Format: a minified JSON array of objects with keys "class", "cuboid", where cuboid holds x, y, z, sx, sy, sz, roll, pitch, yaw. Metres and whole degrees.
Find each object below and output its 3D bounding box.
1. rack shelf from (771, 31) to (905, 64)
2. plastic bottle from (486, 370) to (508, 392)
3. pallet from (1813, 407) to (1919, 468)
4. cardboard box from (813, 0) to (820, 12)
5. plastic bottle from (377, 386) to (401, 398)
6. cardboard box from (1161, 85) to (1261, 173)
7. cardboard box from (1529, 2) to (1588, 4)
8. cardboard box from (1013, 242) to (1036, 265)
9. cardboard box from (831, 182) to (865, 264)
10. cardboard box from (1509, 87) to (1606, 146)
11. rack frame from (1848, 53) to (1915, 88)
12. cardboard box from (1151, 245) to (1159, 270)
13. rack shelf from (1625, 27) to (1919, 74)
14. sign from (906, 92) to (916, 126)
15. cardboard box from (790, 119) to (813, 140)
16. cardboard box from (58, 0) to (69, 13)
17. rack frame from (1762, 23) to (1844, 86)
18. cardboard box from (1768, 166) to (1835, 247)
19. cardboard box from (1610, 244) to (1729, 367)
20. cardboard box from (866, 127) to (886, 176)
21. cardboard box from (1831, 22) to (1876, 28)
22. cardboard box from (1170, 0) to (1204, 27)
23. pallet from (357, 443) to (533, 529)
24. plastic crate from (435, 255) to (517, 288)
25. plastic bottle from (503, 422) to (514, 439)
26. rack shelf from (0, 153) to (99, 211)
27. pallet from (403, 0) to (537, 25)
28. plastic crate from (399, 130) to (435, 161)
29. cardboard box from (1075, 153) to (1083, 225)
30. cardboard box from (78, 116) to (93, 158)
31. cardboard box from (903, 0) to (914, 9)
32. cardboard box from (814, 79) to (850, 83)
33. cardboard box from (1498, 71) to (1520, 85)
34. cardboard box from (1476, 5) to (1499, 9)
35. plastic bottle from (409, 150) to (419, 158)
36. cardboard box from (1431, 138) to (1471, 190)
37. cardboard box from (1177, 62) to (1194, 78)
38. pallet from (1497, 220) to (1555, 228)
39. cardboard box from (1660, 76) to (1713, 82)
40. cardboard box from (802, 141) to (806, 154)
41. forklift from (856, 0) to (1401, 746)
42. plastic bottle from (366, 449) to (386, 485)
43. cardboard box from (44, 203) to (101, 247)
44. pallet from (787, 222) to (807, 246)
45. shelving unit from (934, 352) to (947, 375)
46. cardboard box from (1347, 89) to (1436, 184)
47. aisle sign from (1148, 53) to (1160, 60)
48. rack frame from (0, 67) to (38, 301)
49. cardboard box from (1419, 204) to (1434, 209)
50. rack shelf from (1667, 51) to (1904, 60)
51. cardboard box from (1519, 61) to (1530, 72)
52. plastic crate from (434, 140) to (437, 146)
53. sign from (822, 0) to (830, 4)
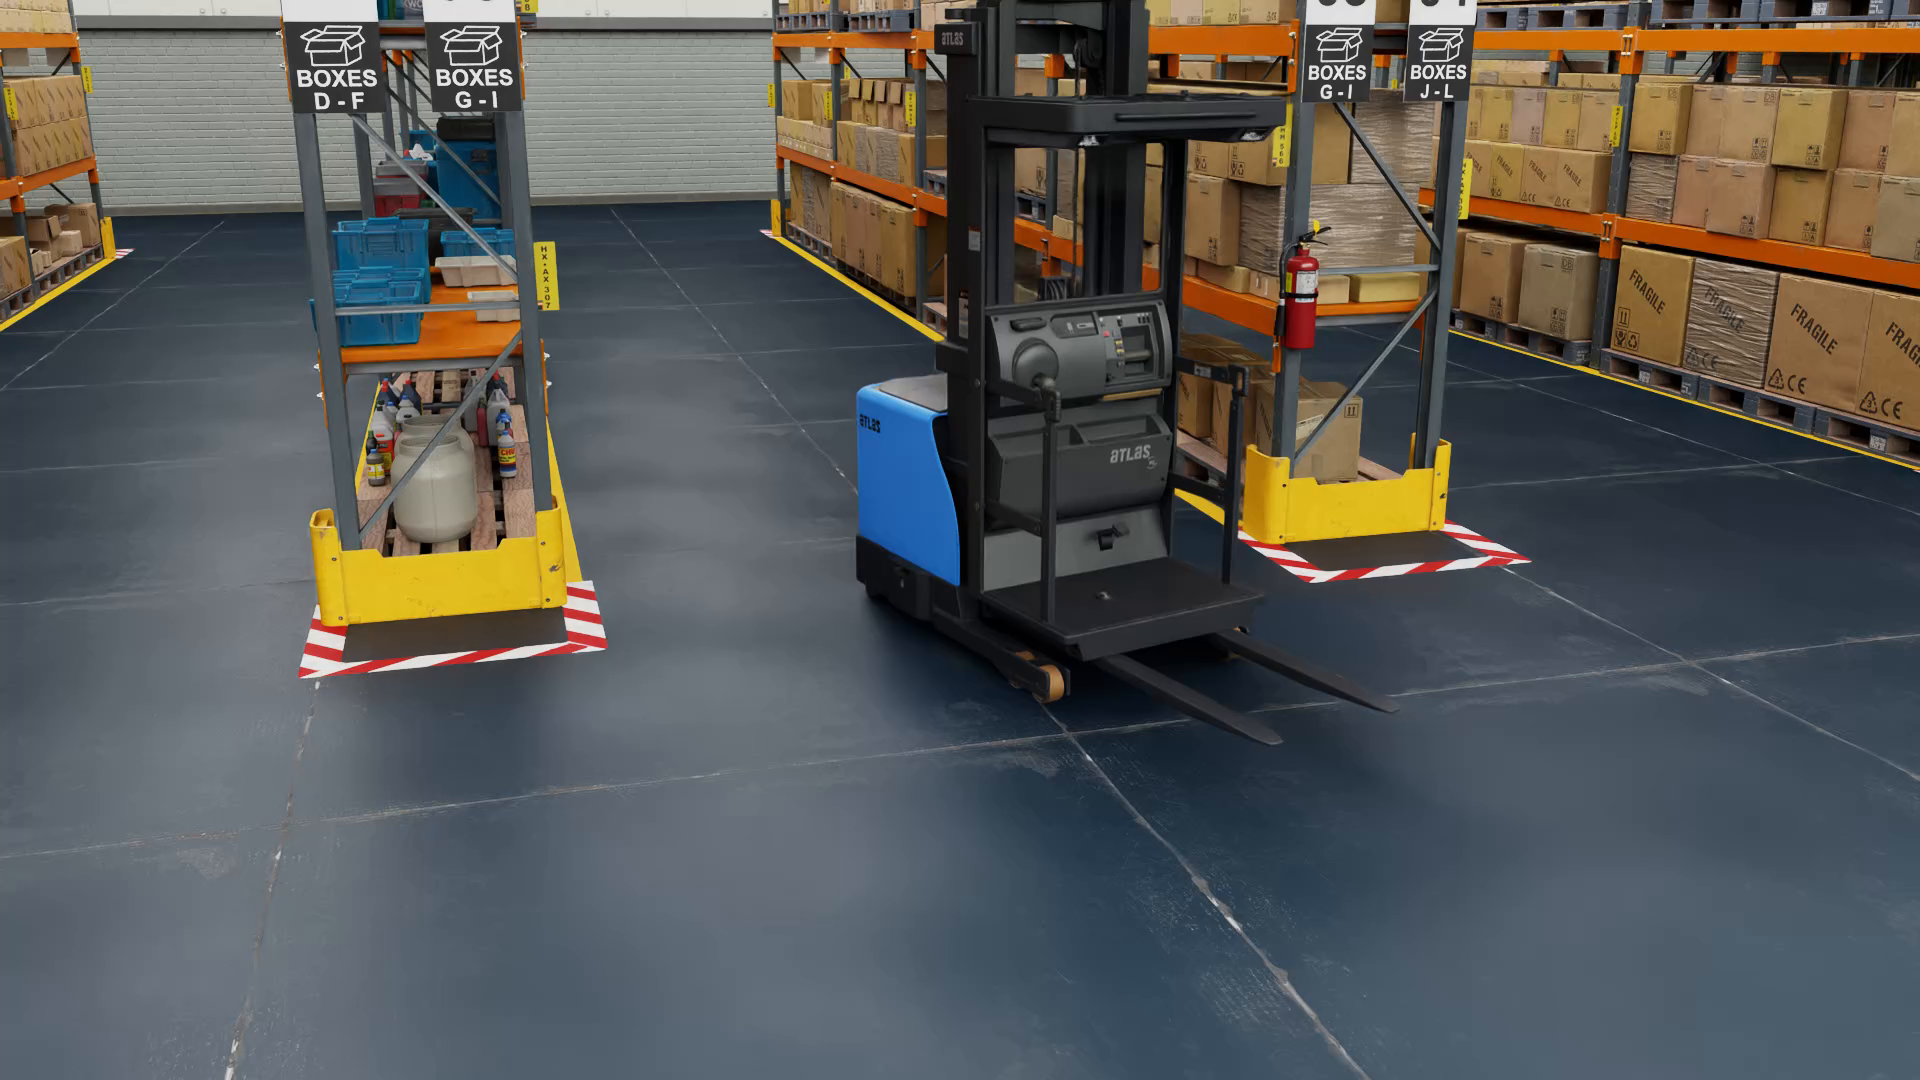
[{"class":"rack shelf","cuboid":[-1.597,-6.445,21.730,1.077,0.370,4.000,-5,17,-15]},{"class":"plastic bottle","cuboid":[-3.157,-0.982,11.347,0.144,0.351,0.185,-5,17,-17]},{"class":"pallet","cuboid":[6.753,-0.724,11.496,1.003,0.211,1.213,-5,17,-15]},{"class":"cardboard box","cuboid":[-1.463,-6.894,20.897,0.700,0.500,0.500,-4,17,-12]},{"class":"plastic bottle","cuboid":[-3.829,-0.891,11.176,0.152,0.276,0.135,-4,17,-13]},{"class":"cardboard box","cuboid":[1.584,-2.559,10.327,0.500,0.500,0.500,-5,17,-15]},{"class":"cardboard box","cuboid":[5.596,-5.332,15.698,0.500,0.500,0.500,-5,17,-15]},{"class":"cardboard box","cuboid":[0.421,-2.737,15.627,0.500,0.250,0.500,-3,17,-9]},{"class":"cardboard box","cuboid":[-0.852,-3.808,19.878,1.225,0.875,0.875,-5,17,-15]},{"class":"cardboard box","cuboid":[5.524,-3.897,15.298,0.700,0.500,0.500,-5,17,-15]},{"class":"rack frame","cuboid":[13.253,-5.977,24.135,1.000,3.000,0.127,-5,17,-15]},{"class":"cardboard box","cuboid":[1.461,-1.829,10.765,0.380,0.149,0.250,-5,17,-15]},{"class":"rack shelf","cuboid":[6.498,-3.490,11.893,1.077,0.370,4.000,-5,17,-15]},{"class":"sign","cuboid":[-0.480,-4.203,16.218,0.100,0.325,0.005,-5,17,-15]},{"class":"cardboard box","cuboid":[-1.990,-5.540,22.425,0.500,0.250,0.500,-5,18,-17]},{"class":"cardboard box","cuboid":[-11.286,-6.606,20.408,0.500,0.250,0.500,-5,17,-15]},{"class":"rack frame","cuboid":[9.581,-4.477,19.142,1.000,3.000,0.127,-5,17,-15]},{"class":"cardboard box","cuboid":[6.511,-2.474,12.214,0.875,0.550,0.500,-5,17,-15]},{"class":"cardboard box","cuboid":[6.054,-1.955,13.710,0.875,0.875,0.875,-4,17,-14]},{"class":"cardboard box","cuboid":[-0.738,-4.281,18.315,0.500,0.500,0.500,-4,17,-14]},{"class":"cardboard box","cuboid":[9.832,-5.698,17.820,0.700,0.500,0.500,-5,17,-15]},{"class":"cardboard box","cuboid":[1.601,-3.239,10.067,0.500,0.250,0.500,-4,17,-14]},{"class":"pallet","cuboid":[-3.127,-0.333,10.193,1.003,0.211,1.213,-5,17,-15]},{"class":"plastic crate","cuboid":[-2.921,-1.640,10.156,0.530,0.136,0.437,-5,17,-15]},{"class":"plastic bottle","cuboid":[-2.755,-0.589,10.155,0.061,0.283,0.133,-4,17,-14]},{"class":"rack shelf","cuboid":[-11.123,-4.226,19.558,1.077,0.370,4.000,-5,17,-15]},{"class":"pallet","cuboid":[-2.645,-2.672,8.246,1.003,0.211,1.213,-5,17,-15]},{"class":"plastic crate","cuboid":[-6.265,-4.531,19.247,0.392,0.384,0.575,-5,17,-15]},{"class":"cardboard box","cuboid":[1.319,-2.507,11.893,0.875,0.500,0.500,-5,17,-15]},{"class":"cardboard box","cuboid":[-11.287,-5.070,20.941,0.500,0.500,0.500,-4,17,-14]},{"class":"cardboard box","cuboid":[-0.185,-5.544,16.569,0.797,0.503,0.637,-4,17,-12]},{"class":"cardboard box","cuboid":[-1.760,-6.222,23.392,0.500,0.500,0.500,-4,17,-15]},{"class":"cardboard box","cuboid":[7.955,-6.360,23.498,0.500,0.500,0.500,-5,17,-16]},{"class":"cardboard box","cuboid":[7.792,-7.854,24.092,0.500,0.500,0.500,-4,17,-14]},{"class":"plastic bottle","cuboid":[-5.948,-4.089,18.068,0.152,0.276,0.135,-5,17,-15]},{"class":"cardboard box","cuboid":[4.993,-3.680,16.315,0.500,0.500,0.500,-5,17,-15]},{"class":"cardboard box","cuboid":[3.213,-6.084,22.065,0.500,0.500,0.500,-5,18,-17]},{"class":"pallet","cuboid":[8.348,-4.464,23.947,1.003,0.211,1.213,-5,17,-15]},{"class":"cardboard box","cuboid":[8.908,-5.405,20.320,0.500,0.500,0.500,-5,17,-15]},{"class":"cardboard box","cuboid":[-1.868,-5.164,21.865,0.380,0.149,0.250,-4,17,-14]},{"class":"forklift","cuboid":[0.657,-0.855,7.204,1.130,2.935,3.031,-10,19,-30]},{"class":"plastic bottle","cuboid":[-3.438,-0.433,9.778,0.097,0.201,0.097,0,17,0]},{"class":"cardboard box","cuboid":[-11.286,-4.007,21.157,0.500,0.500,0.500,-5,17,-15]},{"class":"pallet","cuboid":[-1.851,-4.356,23.586,1.003,0.211,1.213,-5,17,-15]},{"class":"shelving unit","cuboid":[-0.015,-0.518,9.350,0.215,1.050,0.252,-5,17,-15]},{"class":"cardboard box","cuboid":[2.362,-2.323,9.544,0.500,0.500,0.500,-5,17,-15]},{"class":"aisle sign","cuboid":[2.919,-7.559,24.885,0.394,0.787,0.004,-5,17,-15]},{"class":"rack frame","cuboid":[-10.573,-4.018,17.613,1.000,3.000,0.127,-5,17,-15]},{"class":"cardboard box","cuboid":[7.660,-5.489,26.235,0.875,0.438,0.875,-5,18,-17]},{"class":"rack shelf","cuboid":[12.703,-7.622,25.649,1.077,0.370,4.000,-5,17,-15]},{"class":"cardboard box","cuboid":[8.064,-6.632,23.277,0.380,0.149,0.250,-5,17,-15]},{"class":"plastic crate","cuboid":[-6.713,-4.922,20.809,0.416,0.233,0.300,-5,17,-15]},{"class":"sign","cuboid":[-1.580,-6.478,19.552,0.100,0.325,0.005,-5,17,-15]}]
